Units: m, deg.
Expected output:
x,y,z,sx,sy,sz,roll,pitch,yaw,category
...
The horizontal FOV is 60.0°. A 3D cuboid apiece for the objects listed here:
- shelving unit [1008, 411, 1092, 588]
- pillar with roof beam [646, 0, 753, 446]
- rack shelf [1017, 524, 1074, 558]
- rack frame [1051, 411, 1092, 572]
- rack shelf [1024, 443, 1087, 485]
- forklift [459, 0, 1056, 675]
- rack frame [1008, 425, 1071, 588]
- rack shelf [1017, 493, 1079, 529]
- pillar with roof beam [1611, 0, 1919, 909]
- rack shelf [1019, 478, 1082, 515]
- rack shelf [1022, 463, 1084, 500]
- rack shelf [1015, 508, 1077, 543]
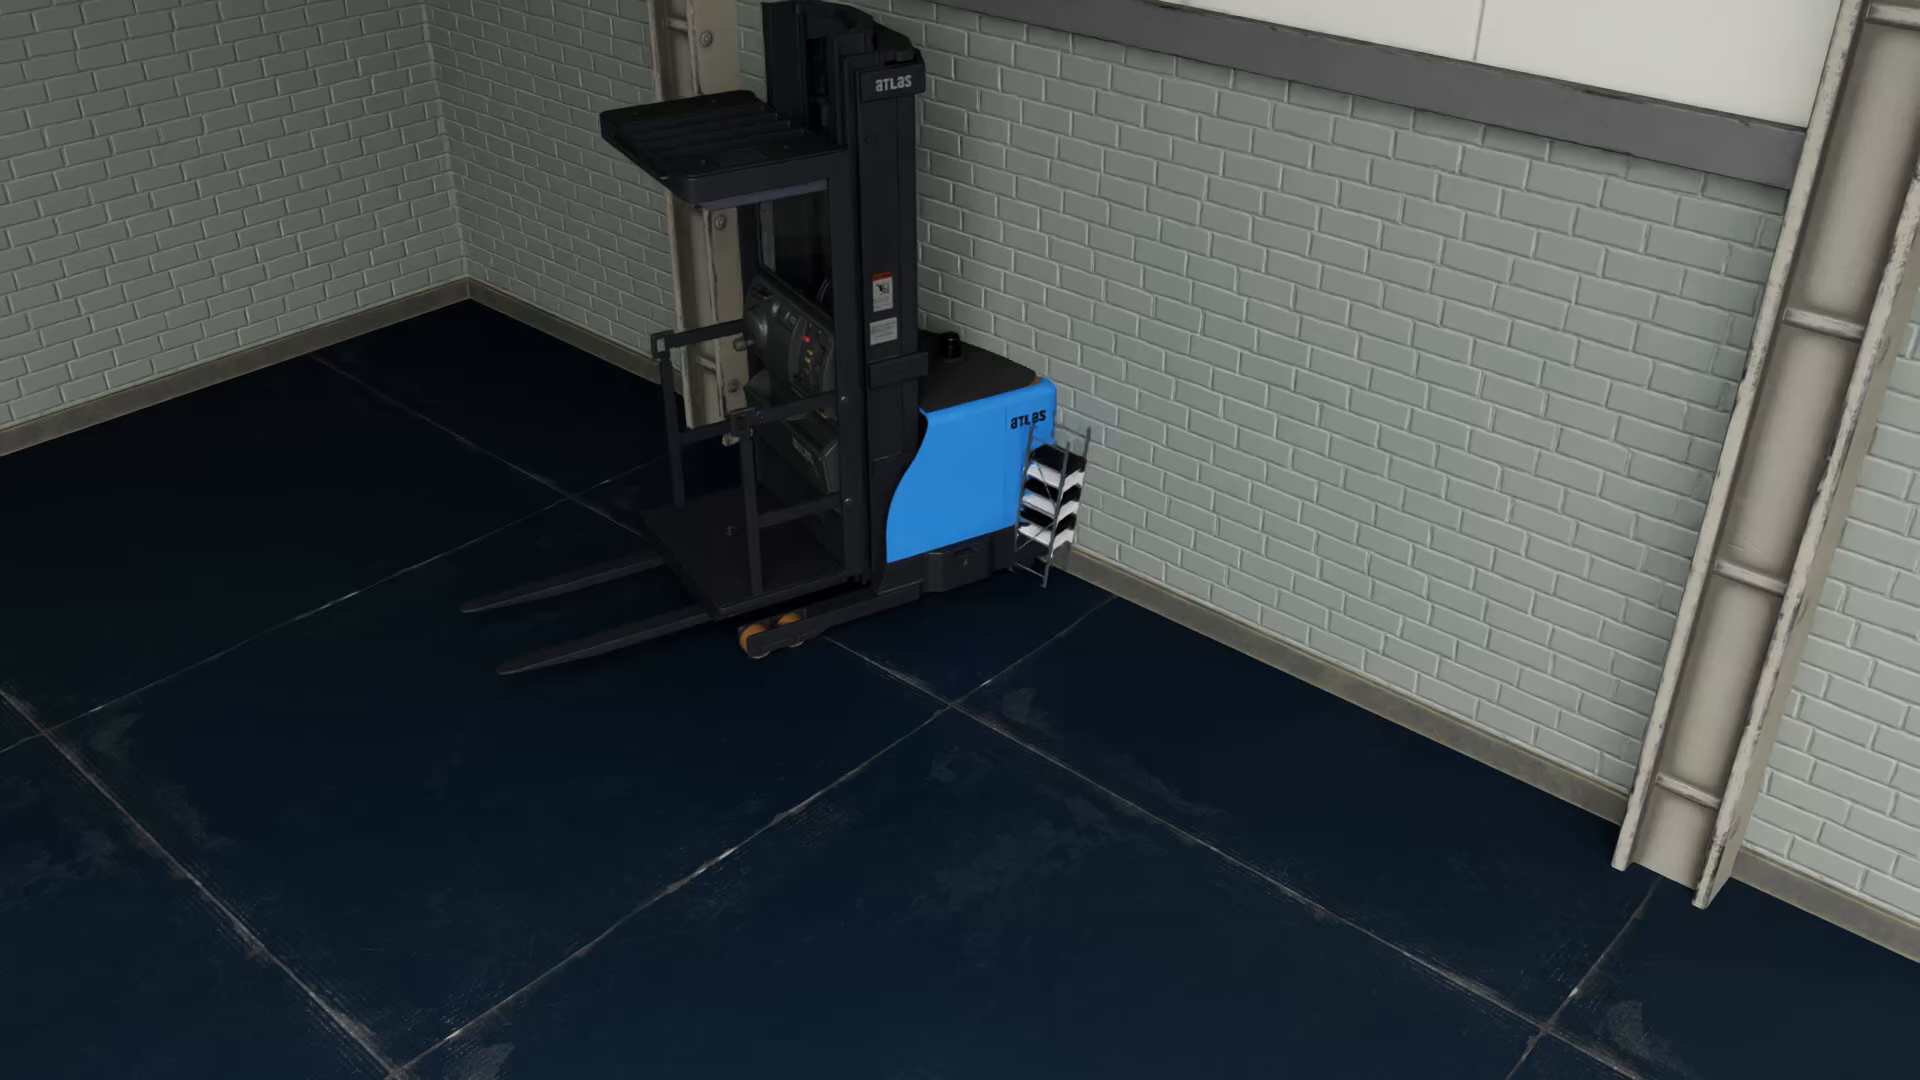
x,y,z,sx,sy,sz,roll,pitch,yaw,category
0.465,-0.204,8.689,0.258,0.900,0.210,26,39,26,shelving unit
-4.358,-2.910,5.358,0.400,9.000,9.100,25,39,35,pillar with roof beam
0.442,-0.029,8.809,0.258,0.077,0.200,26,39,26,rack shelf
0.524,-0.246,8.761,0.240,0.900,0.006,26,39,26,rack frame
0.491,-0.398,8.556,0.258,0.077,0.200,26,39,26,rack shelf
-1.016,-0.979,8.035,3.031,2.935,1.130,-17,35,-26,forklift
0.406,-0.163,8.617,0.240,0.900,0.006,26,39,26,rack frame
0.462,-0.177,8.708,0.258,0.077,0.200,26,39,26,rack shelf
0.090,-0.833,1.909,0.400,9.000,9.100,25,39,35,pillar with roof beam
0.471,-0.251,8.657,0.258,0.077,0.200,26,39,26,rack shelf
0.481,-0.325,8.607,0.258,0.077,0.200,26,39,26,rack shelf
0.452,-0.103,8.758,0.258,0.077,0.200,26,39,26,rack shelf
